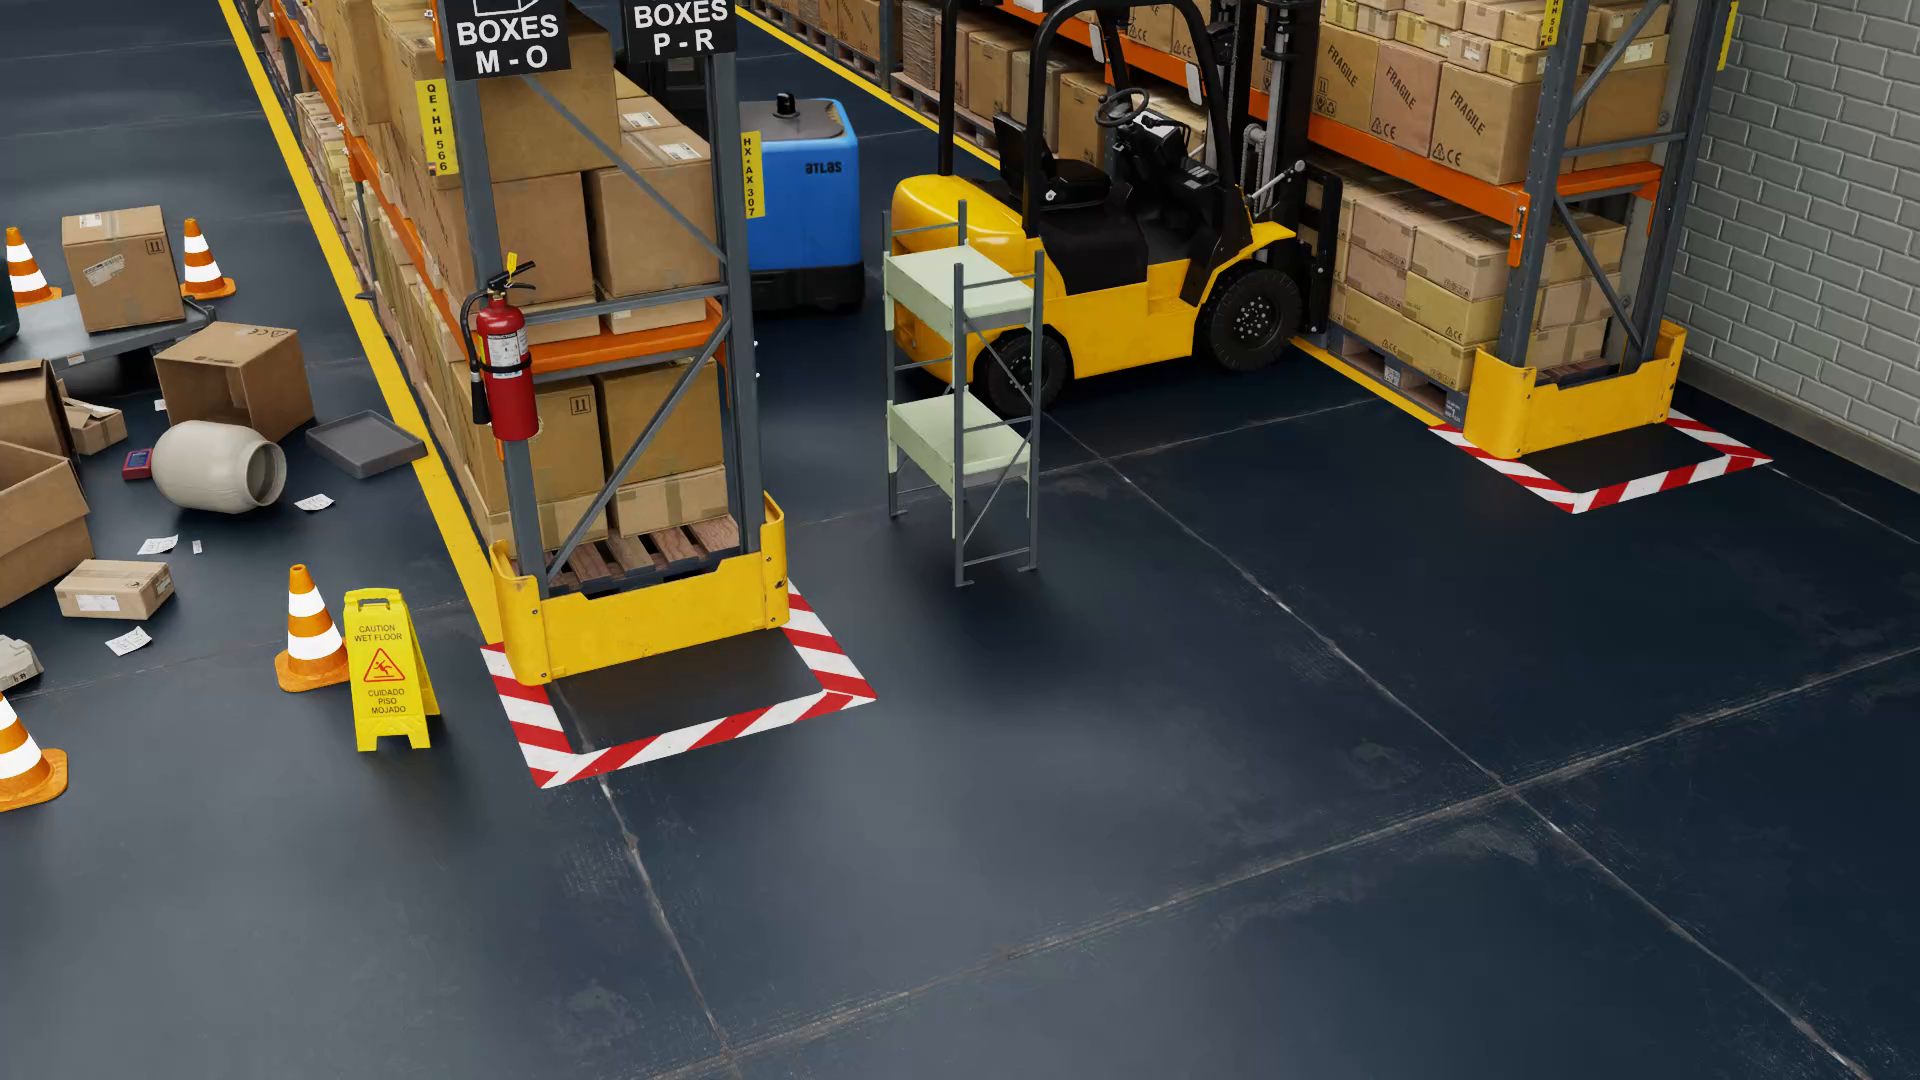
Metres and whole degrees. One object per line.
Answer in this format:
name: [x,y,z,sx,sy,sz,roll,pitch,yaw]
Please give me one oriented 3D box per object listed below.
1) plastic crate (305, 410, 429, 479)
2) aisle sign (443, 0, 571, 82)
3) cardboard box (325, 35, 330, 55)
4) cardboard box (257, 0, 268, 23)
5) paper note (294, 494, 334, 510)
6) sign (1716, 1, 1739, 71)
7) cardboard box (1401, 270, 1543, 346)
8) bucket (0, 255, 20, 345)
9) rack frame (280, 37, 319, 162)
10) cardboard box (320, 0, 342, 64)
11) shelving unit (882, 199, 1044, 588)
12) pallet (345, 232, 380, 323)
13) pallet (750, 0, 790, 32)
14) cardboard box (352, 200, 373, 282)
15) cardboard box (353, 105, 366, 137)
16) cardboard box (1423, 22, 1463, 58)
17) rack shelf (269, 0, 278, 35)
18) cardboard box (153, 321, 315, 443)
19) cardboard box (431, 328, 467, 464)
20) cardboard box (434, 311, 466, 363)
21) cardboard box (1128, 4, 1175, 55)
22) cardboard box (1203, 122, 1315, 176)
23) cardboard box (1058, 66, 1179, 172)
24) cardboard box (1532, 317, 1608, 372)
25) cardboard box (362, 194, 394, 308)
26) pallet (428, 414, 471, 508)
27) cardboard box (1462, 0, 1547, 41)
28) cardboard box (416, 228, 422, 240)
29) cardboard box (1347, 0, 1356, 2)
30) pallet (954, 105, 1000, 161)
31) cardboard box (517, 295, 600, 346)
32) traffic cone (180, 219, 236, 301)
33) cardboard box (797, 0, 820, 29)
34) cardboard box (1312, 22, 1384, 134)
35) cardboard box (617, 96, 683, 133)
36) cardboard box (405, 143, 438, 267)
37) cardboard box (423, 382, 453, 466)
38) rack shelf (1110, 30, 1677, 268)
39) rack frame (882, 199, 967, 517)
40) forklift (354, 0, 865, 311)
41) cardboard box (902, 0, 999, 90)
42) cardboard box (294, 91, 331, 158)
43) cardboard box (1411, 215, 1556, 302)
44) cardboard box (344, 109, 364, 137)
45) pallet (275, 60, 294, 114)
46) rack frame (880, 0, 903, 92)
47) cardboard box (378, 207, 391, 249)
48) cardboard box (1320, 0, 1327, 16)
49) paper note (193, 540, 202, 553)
plastic crate: [-3.062,-0.502,8.564,0.583,0.080,0.402,26,38,38]
aisle sign: [-1.513,-1.920,5.450,0.394,0.787,0.004,-13,32,-22]
cardboard box: [-3.465,-2.884,9.655,0.380,0.149,0.250,-13,32,-21]
cardboard box: [-6.602,-5.541,16.755,0.875,0.438,0.875,-14,32,-23]
paper note: [-3.123,-0.185,8.049,0.148,0.019,0.142,26,38,38]
sign: [3.707,-2.444,8.076,0.100,0.325,0.005,-13,32,-22]
cardboard box: [2.712,-1.270,8.818,0.500,0.250,0.500,-14,32,-23]
bucket: [-5.282,-1.217,8.646,0.726,0.611,0.620,-3,19,-5]
rack frame: [-4.712,-4.408,12.545,1.000,3.000,0.127,-13,32,-22]
cardboard box: [-2.612,-2.553,7.808,0.700,0.500,0.500,-14,32,-23]
shelving unit: [0.003,-0.651,7.378,0.431,1.500,0.755,-13,32,-22]
pallet: [-3.331,-1.769,10.689,1.003,0.211,1.213,-13,32,-22]
pallet: [-1.565,-5.652,17.613,1.003,0.211,1.213,-13,32,-22]
cardboard box: [-3.223,-1.910,10.346,0.950,0.372,0.625,-13,32,-21]
cardboard box: [-2.822,-2.345,8.459,0.500,0.500,0.500,-13,32,-22]
cardboard box: [2.609,-2.573,8.507,0.380,0.149,0.250,-12,32,-21]
rack shelf: [-5.571,-4.978,14.296,1.077,0.370,4.000,-13,32,-22]
cardboard box: [-3.764,-0.793,8.651,0.500,0.500,0.500,7,30,13]
cardboard box: [-2.085,-0.714,7.573,0.500,0.500,0.500,-12,31,-20]
cardboard box: [-2.076,-0.916,7.268,0.380,0.149,0.250,-12,31,-21]
cardboard box: [1.441,-3.478,10.784,0.500,0.500,0.500,-14,32,-23]
cardboard box: [1.845,-2.380,10.288,0.500,0.250,0.500,-12,31,-20]
cardboard box: [1.252,-3.061,12.140,0.875,0.625,0.625,-12,31,-20]
cardboard box: [3.169,-1.160,9.134,0.500,0.250,0.500,-13,32,-22]
cardboard box: [-2.986,-1.635,9.214,0.500,0.500,0.500,-12,31,-20]
pallet: [-2.147,-0.596,8.598,1.003,0.211,1.213,-13,32,-22]
cardboard box: [2.725,-2.591,8.234,0.380,0.149,0.250,-13,32,-22]
cardboard box: [-2.244,-1.436,7.500,0.380,0.149,0.250,-13,32,-22]
cardboard box: [2.221,-3.031,9.020,0.380,0.149,0.250,-12,32,-21]
pallet: [0.607,-3.326,13.466,1.003,0.211,1.213,-13,32,-22]
cardboard box: [-1.632,-0.885,6.519,0.380,0.149,0.250,-12,31,-20]
traffic cone: [-4.792,-1.789,10.467,0.336,0.463,0.334,-13,32,-22]
cardboard box: [-1.279,-5.366,16.379,0.500,0.500,0.500,-14,32,-24]
cardboard box: [2.320,-2.582,9.185,0.500,0.500,0.500,-14,32,-23]
cardboard box: [-1.456,-1.544,7.029,0.500,0.500,0.500,-12,31,-20]
cardboard box: [-1.971,-1.452,6.866,0.500,0.500,0.500,-13,32,-22]
cardboard box: [-2.313,-0.619,8.170,0.500,0.250,0.500,-14,32,-24]
rack shelf: [2.345,-2.488,9.856,1.077,0.370,4.000,-13,32,-22]
rack frame: [-0.154,-0.813,7.666,0.400,1.500,0.023,-13,32,-22]
forklift: [-2.155,-2.805,9.756,3.031,2.935,1.130,-5,30,-9]
cardboard box: [0.024,-4.321,14.388,0.875,0.625,0.625,-12,31,-20]
cardboard box: [-4.479,-3.194,12.636,0.950,0.372,0.625,-15,33,-25]
cardboard box: [2.724,-1.476,8.676,0.500,0.250,0.500,-12,31,-20]
cardboard box: [-3.150,-2.325,9.087,0.380,0.149,0.250,-13,32,-22]
pallet: [-5.503,-4.094,14.836,1.003,0.211,1.213,-13,32,-22]
rack frame: [-0.231,-5.452,14.406,1.000,3.000,0.127,-13,32,-22]
cardboard box: [-2.764,-1.624,8.531,0.380,0.149,0.250,-12,31,-20]
cardboard box: [2.203,-3.030,9.321,0.380,0.149,0.250,-13,32,-22]
paper note: [-3.525,0.031,7.684,0.032,0.001,0.123,-13,32,-22]
